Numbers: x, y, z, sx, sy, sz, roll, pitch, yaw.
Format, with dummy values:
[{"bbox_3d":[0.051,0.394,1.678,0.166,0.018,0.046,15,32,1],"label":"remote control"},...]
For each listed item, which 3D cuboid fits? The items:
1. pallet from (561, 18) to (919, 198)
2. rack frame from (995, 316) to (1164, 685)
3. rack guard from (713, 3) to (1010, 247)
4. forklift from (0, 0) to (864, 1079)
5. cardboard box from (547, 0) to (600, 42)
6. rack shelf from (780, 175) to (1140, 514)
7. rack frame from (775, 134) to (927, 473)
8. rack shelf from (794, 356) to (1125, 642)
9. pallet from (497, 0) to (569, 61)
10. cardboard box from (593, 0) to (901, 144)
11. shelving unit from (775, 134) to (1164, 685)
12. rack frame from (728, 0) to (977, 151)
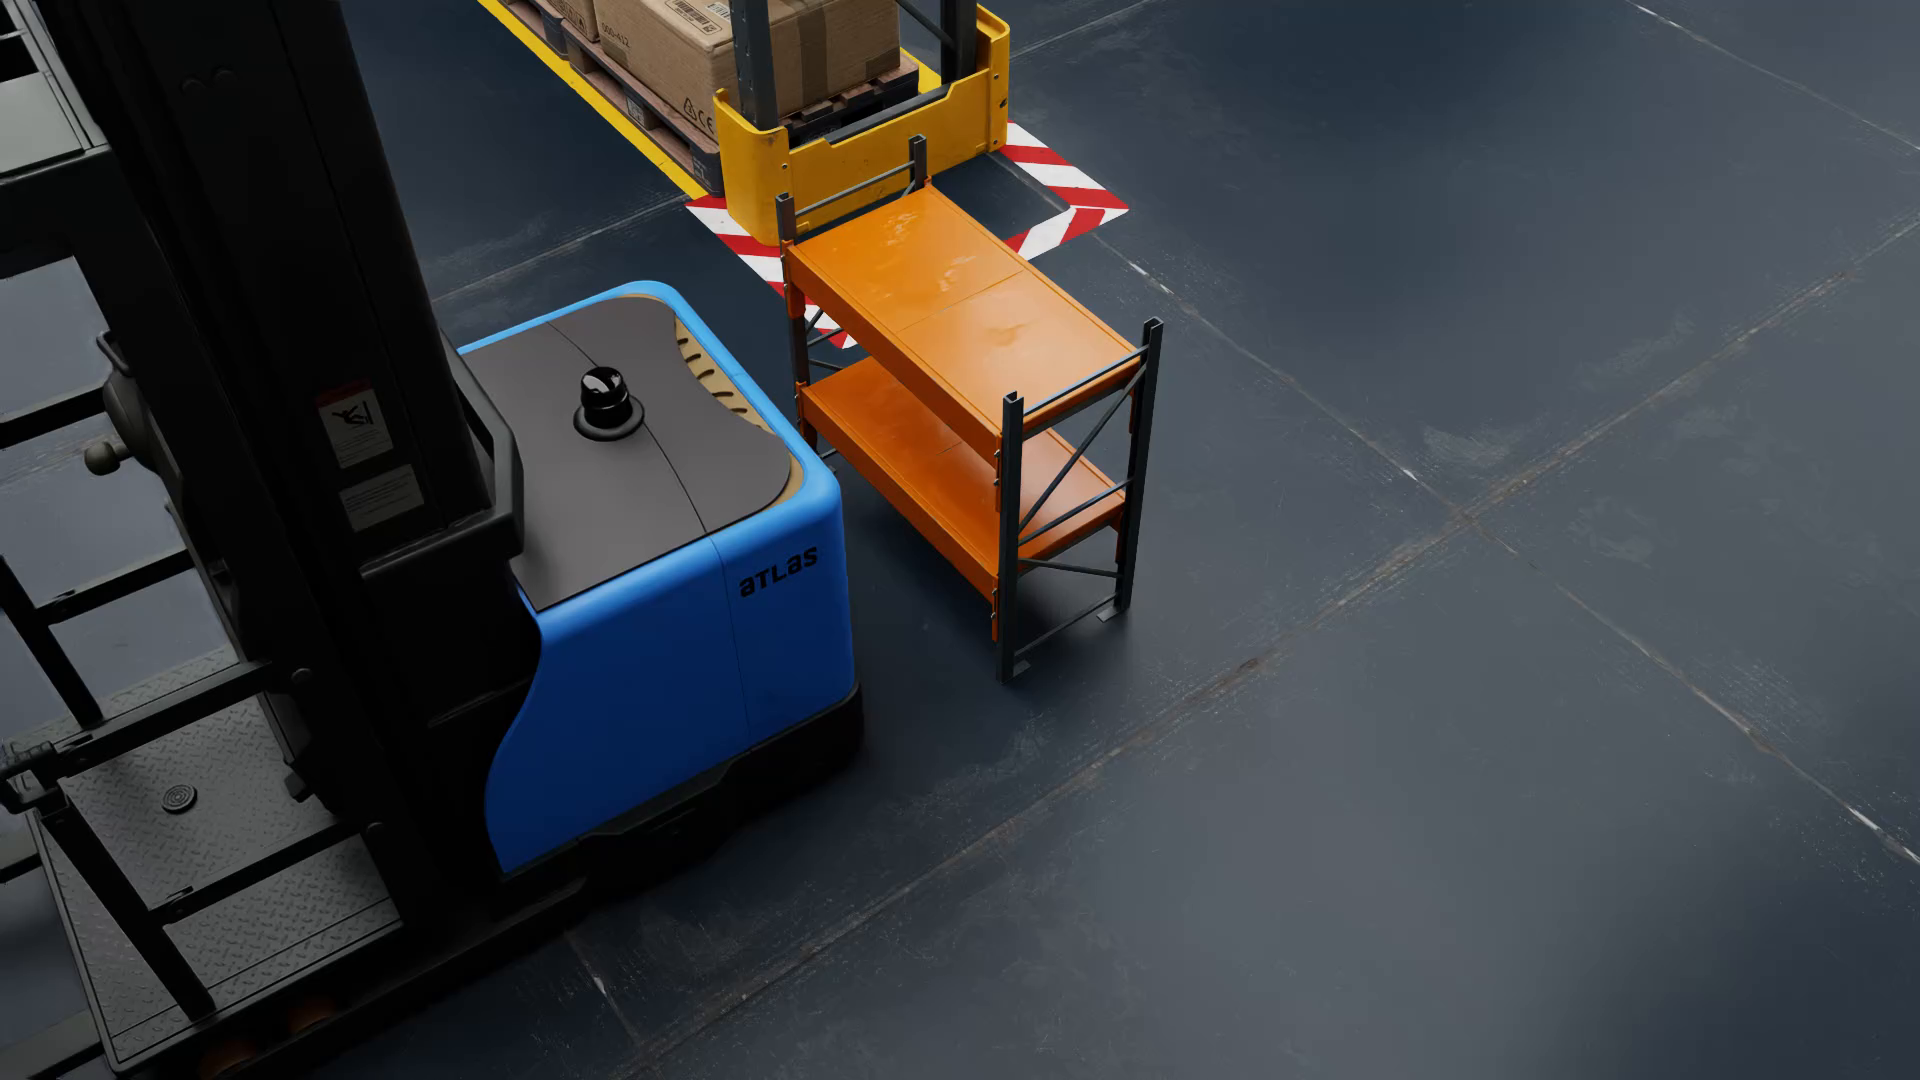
[{"bbox_3d":[-0.914,-1.965,6.889,1.003,0.211,1.213,-29,54,-24],"label":"pallet"},{"bbox_3d":[0.312,-0.074,4.558,0.500,1.125,0.032,-29,54,-24],"label":"rack frame"},{"bbox_3d":[-0.353,-1.612,6.374,1.175,0.500,0.348,-29,54,-24],"label":"rack guard"},{"bbox_3d":[-1.781,-0.084,3.348,3.031,2.935,1.130,-26,53,-22],"label":"forklift"},{"bbox_3d":[-1.407,-2.626,7.052,0.875,0.438,0.875,-28,54,-23],"label":"cardboard box"},{"bbox_3d":[0.004,-0.570,4.613,0.538,0.278,1.000,-29,54,-24],"label":"rack shelf"},{"bbox_3d":[-0.304,-0.674,5.101,0.500,1.125,0.032,-29,54,-24],"label":"rack frame"},{"bbox_3d":[0.004,-0.210,5.011,0.538,0.278,1.000,-29,54,-24],"label":"rack shelf"},{"bbox_3d":[-1.648,-2.684,7.541,1.003,0.211,1.213,-29,54,-24],"label":"pallet"},{"bbox_3d":[-0.847,-2.090,6.566,0.875,0.438,0.875,-31,55,-25],"label":"cardboard box"},{"bbox_3d":[0.004,-0.374,4.830,0.538,1.125,1.048,-29,54,-24],"label":"shelving unit"},{"bbox_3d":[-0.367,-2.465,5.460,1.000,3.000,0.127,-29,54,-24],"label":"rack frame"}]
